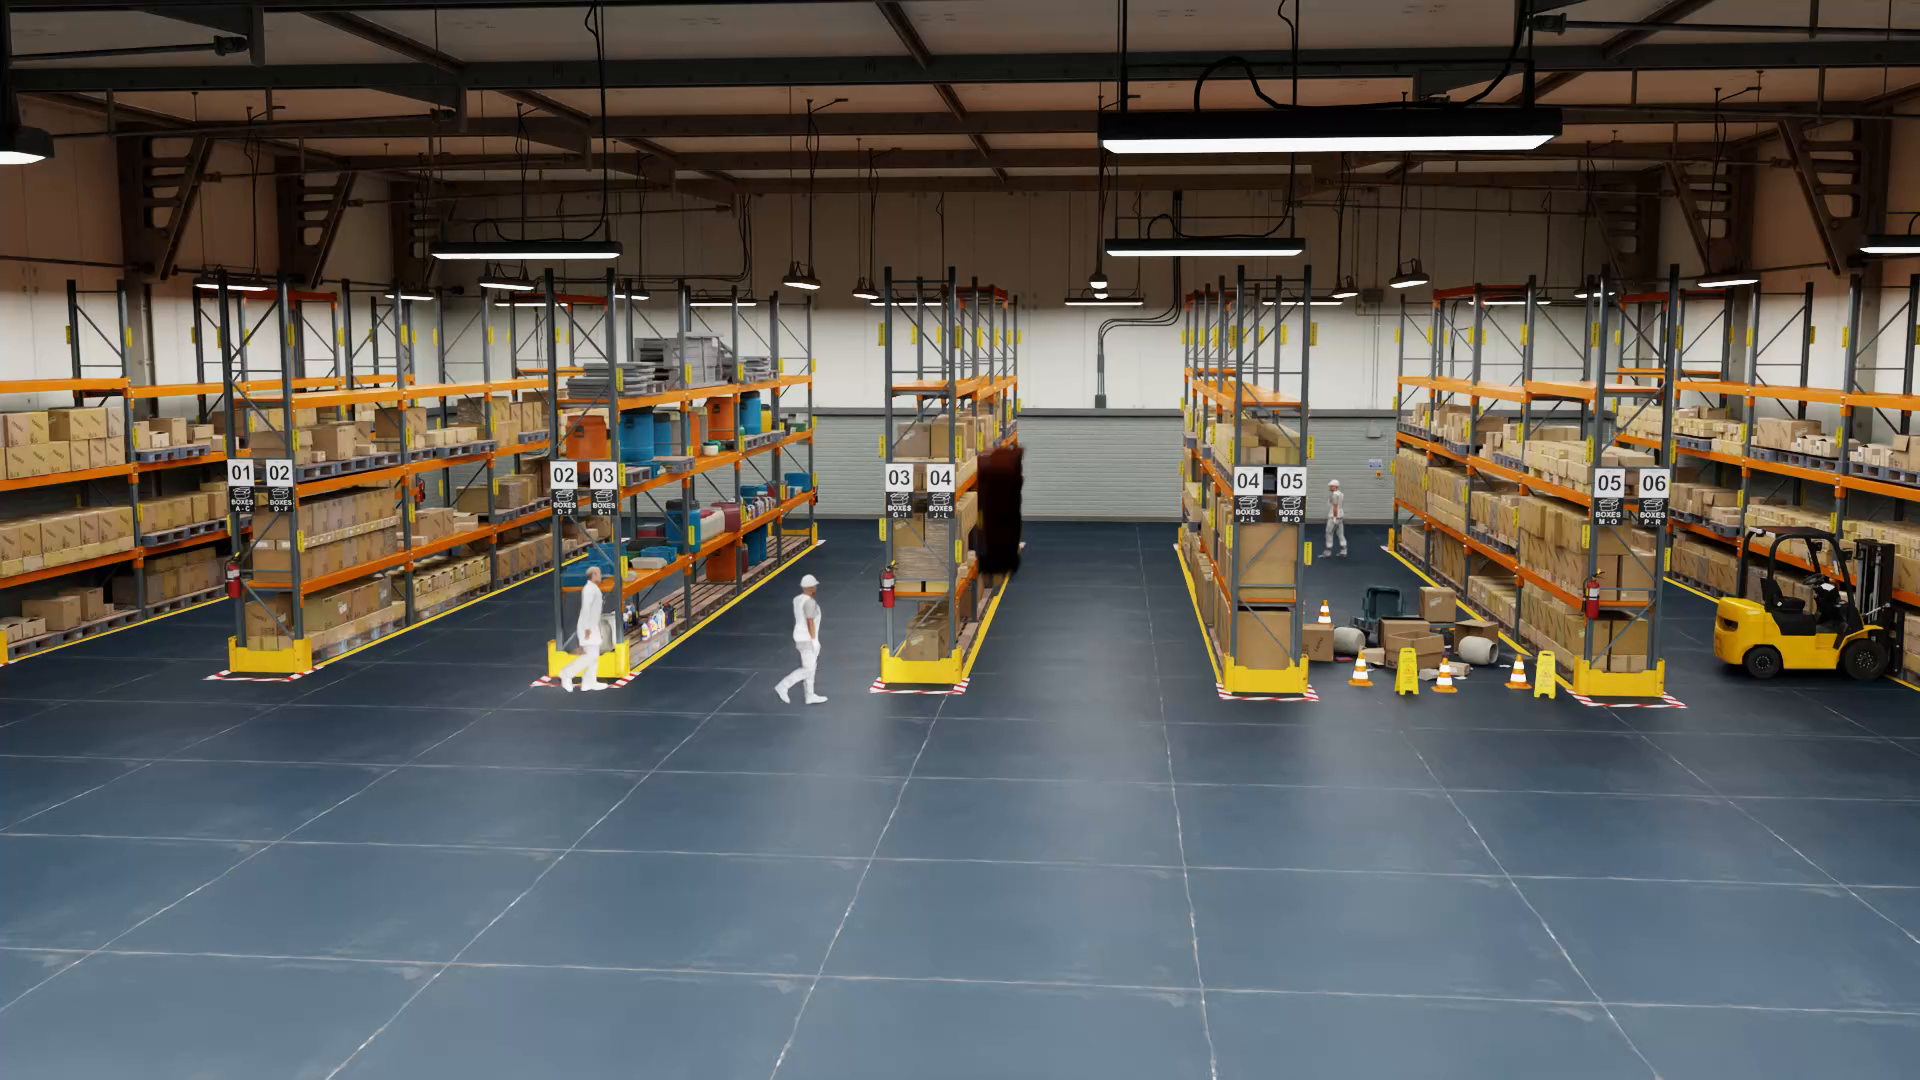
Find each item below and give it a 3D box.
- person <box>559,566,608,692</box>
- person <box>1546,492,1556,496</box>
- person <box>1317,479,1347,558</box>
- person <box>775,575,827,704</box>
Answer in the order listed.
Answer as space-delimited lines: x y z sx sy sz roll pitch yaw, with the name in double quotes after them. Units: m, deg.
-5.359 1.261 23.577 0.665 1.761 0.602 -1 7 -6 "person"
14.927 -0.953 41.925 1.020 1.720 0.535 -1 7 -12 "person"
8.513 -0.482 37.889 0.649 1.798 0.557 6 9 39 "person"
-2.171 1.367 22.624 0.742 1.781 0.554 -1 7 -12 "person"
